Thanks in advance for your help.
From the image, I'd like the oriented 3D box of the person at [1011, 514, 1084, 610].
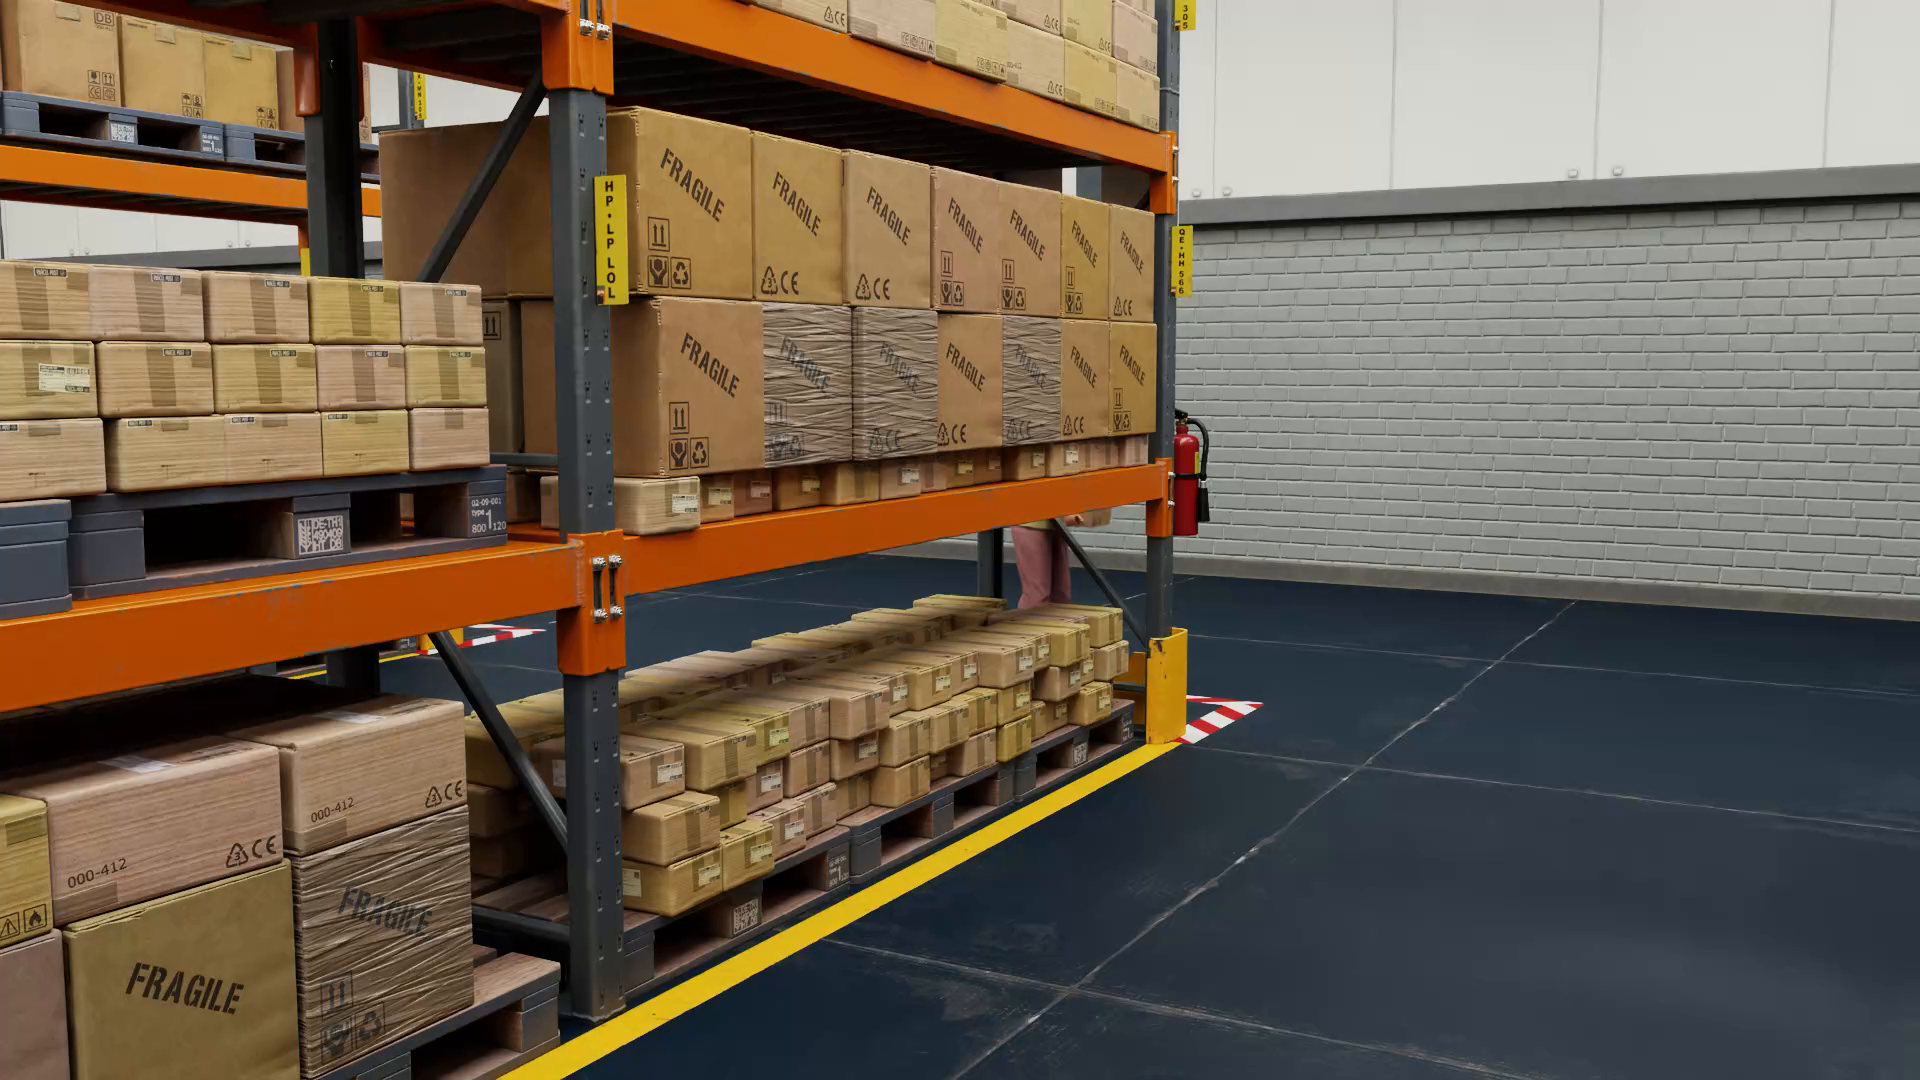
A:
[{"bbox_3d":[0.510,-0.052,9.352,0.549,1.666,0.433,3,7,29],"label":"person"}]
